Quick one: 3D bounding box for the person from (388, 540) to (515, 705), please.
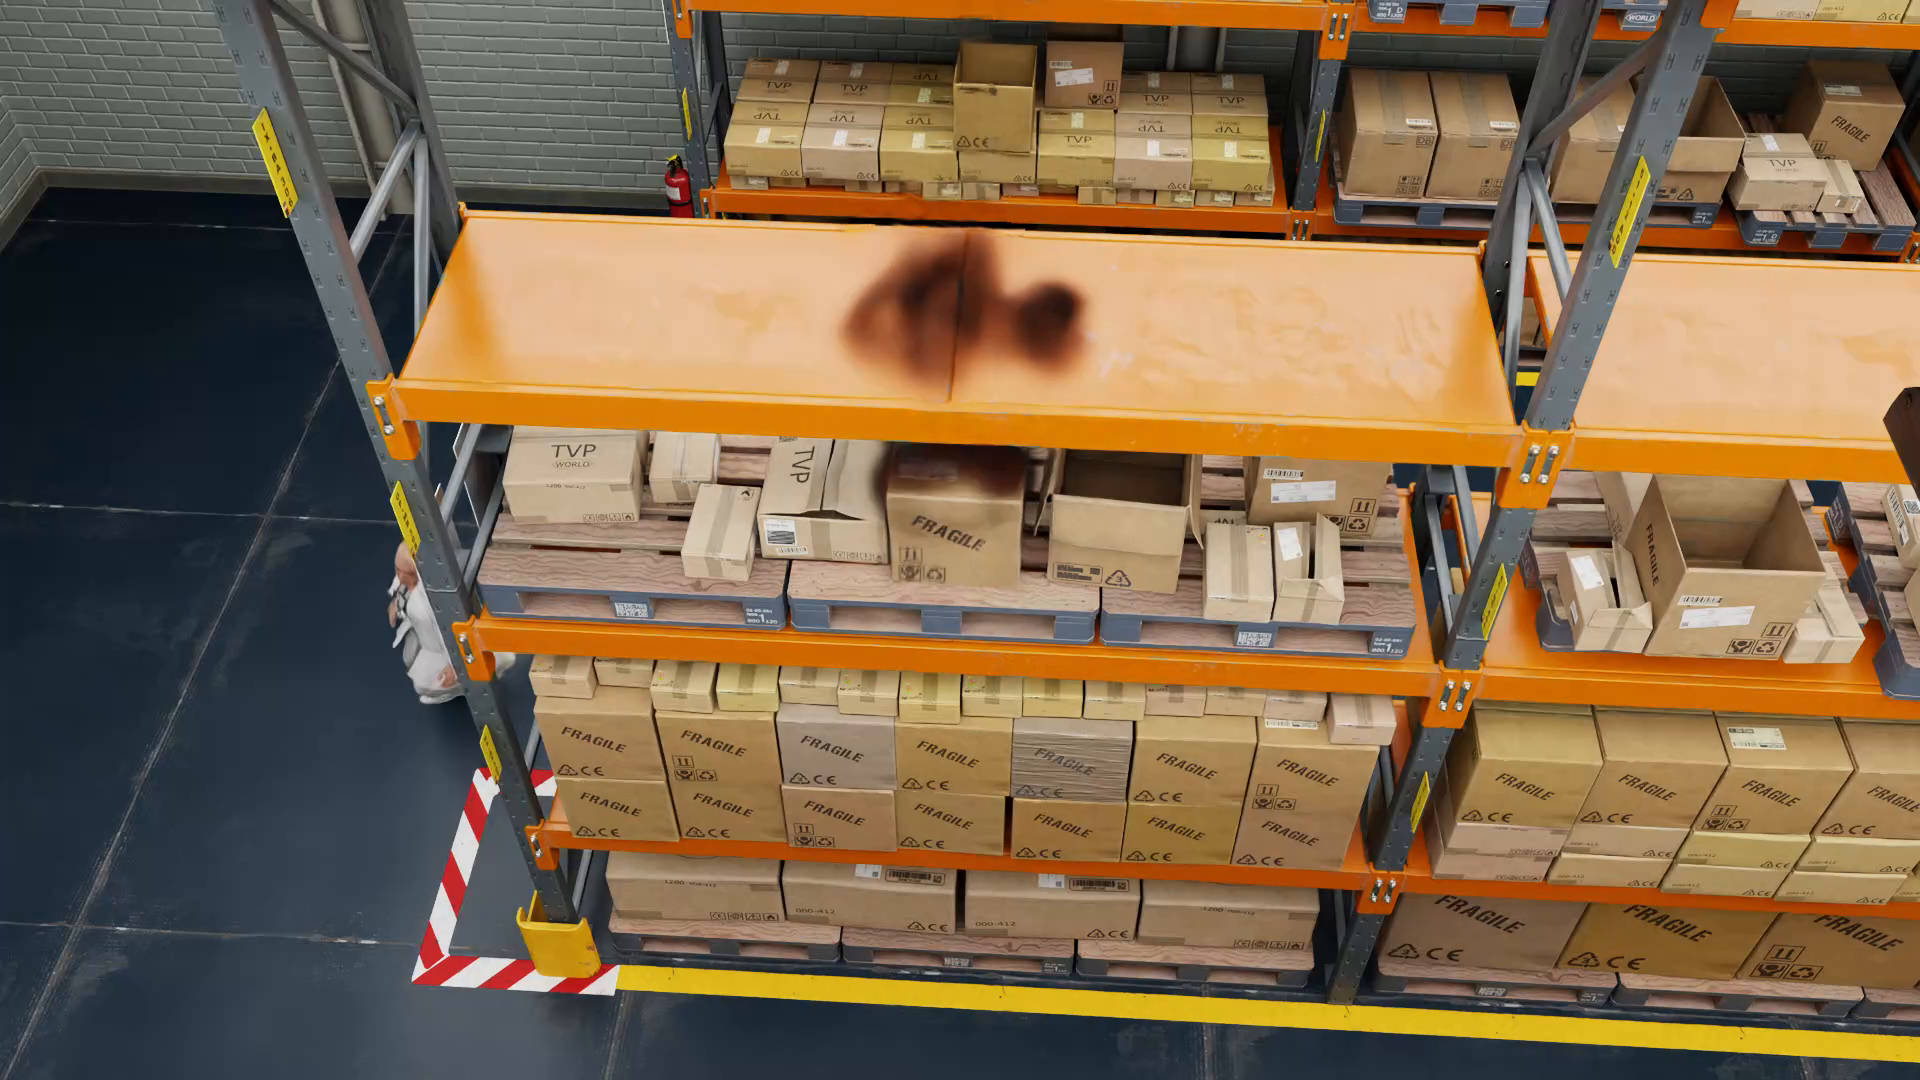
[{"bbox_3d":[-2.797,0.509,9.174,0.614,1.700,0.784,-29,54,-23],"label":"person"}]
